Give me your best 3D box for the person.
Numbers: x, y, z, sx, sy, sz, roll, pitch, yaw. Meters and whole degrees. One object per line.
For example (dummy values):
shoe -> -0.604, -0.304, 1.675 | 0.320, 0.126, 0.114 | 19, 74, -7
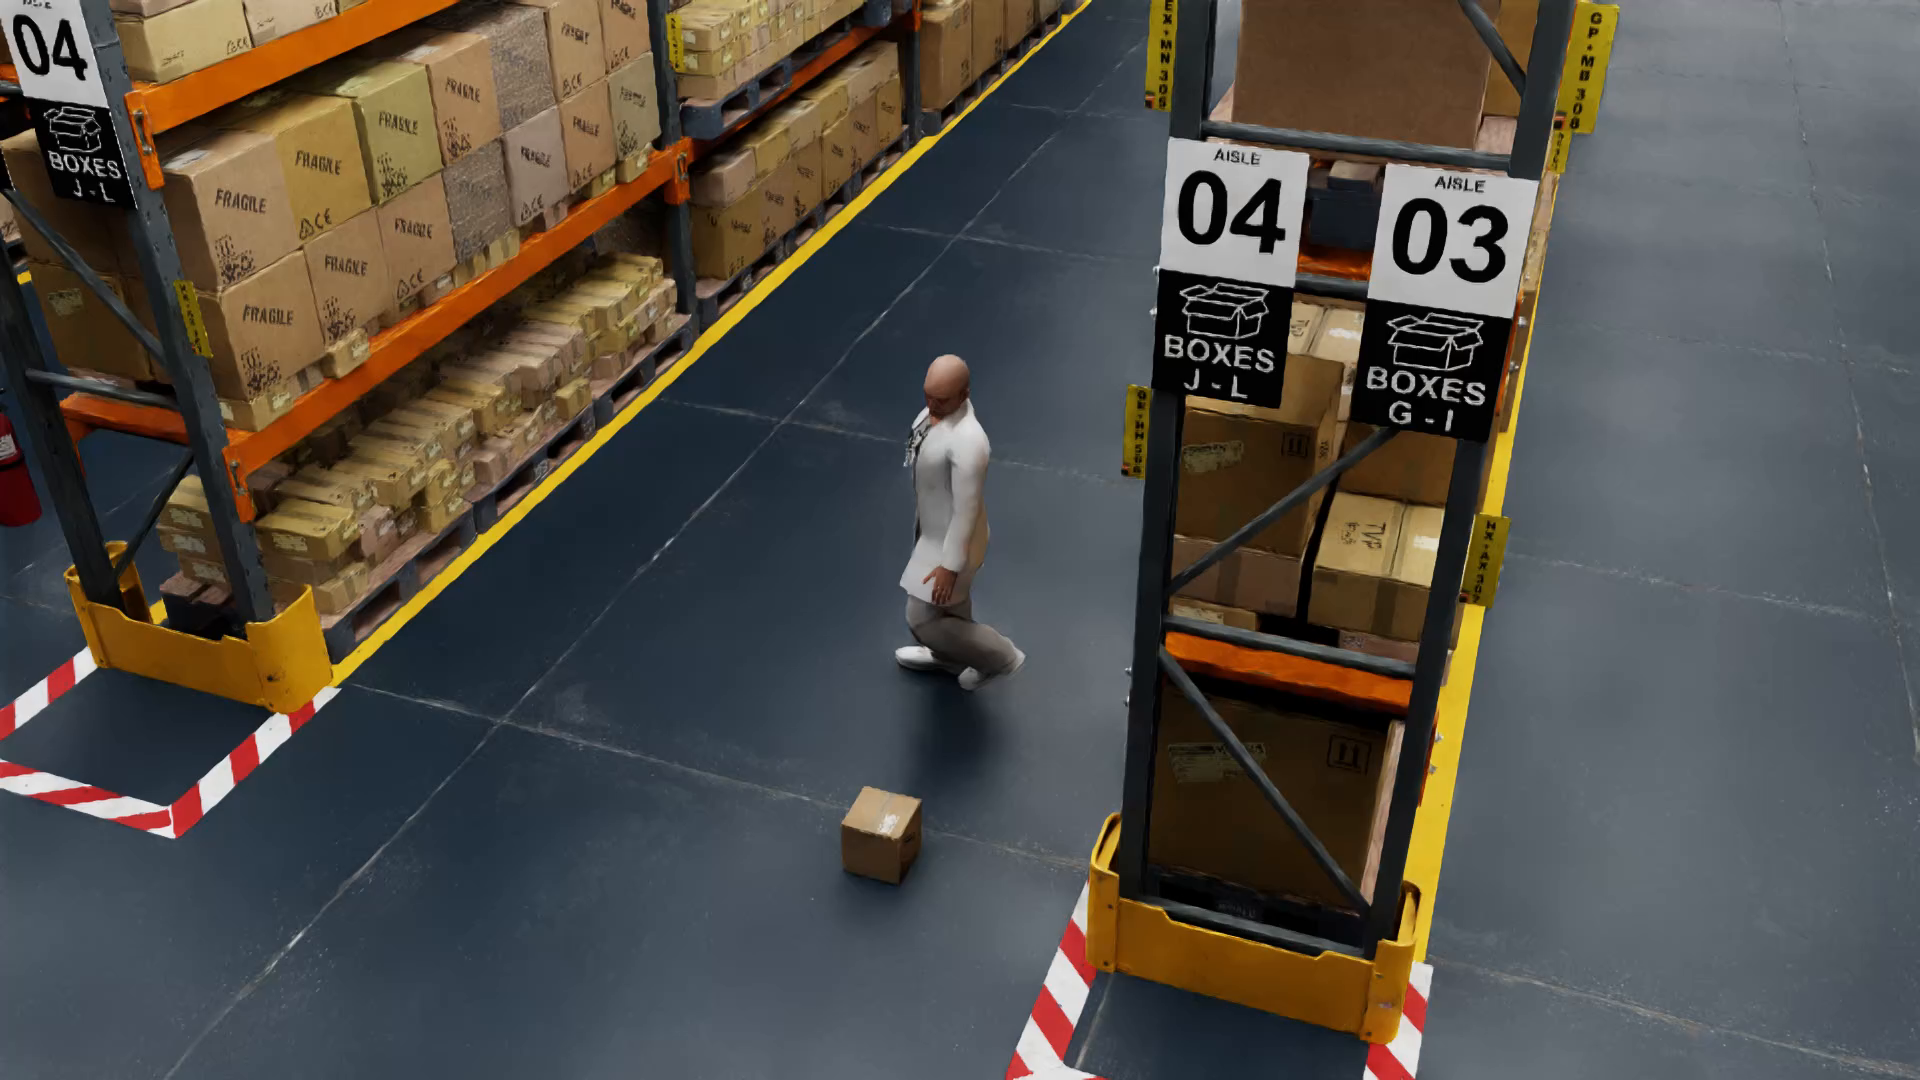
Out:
person -> -0.003, 0.050, 7.230 | 0.565, 1.576, 0.652 | -5, 33, -7
